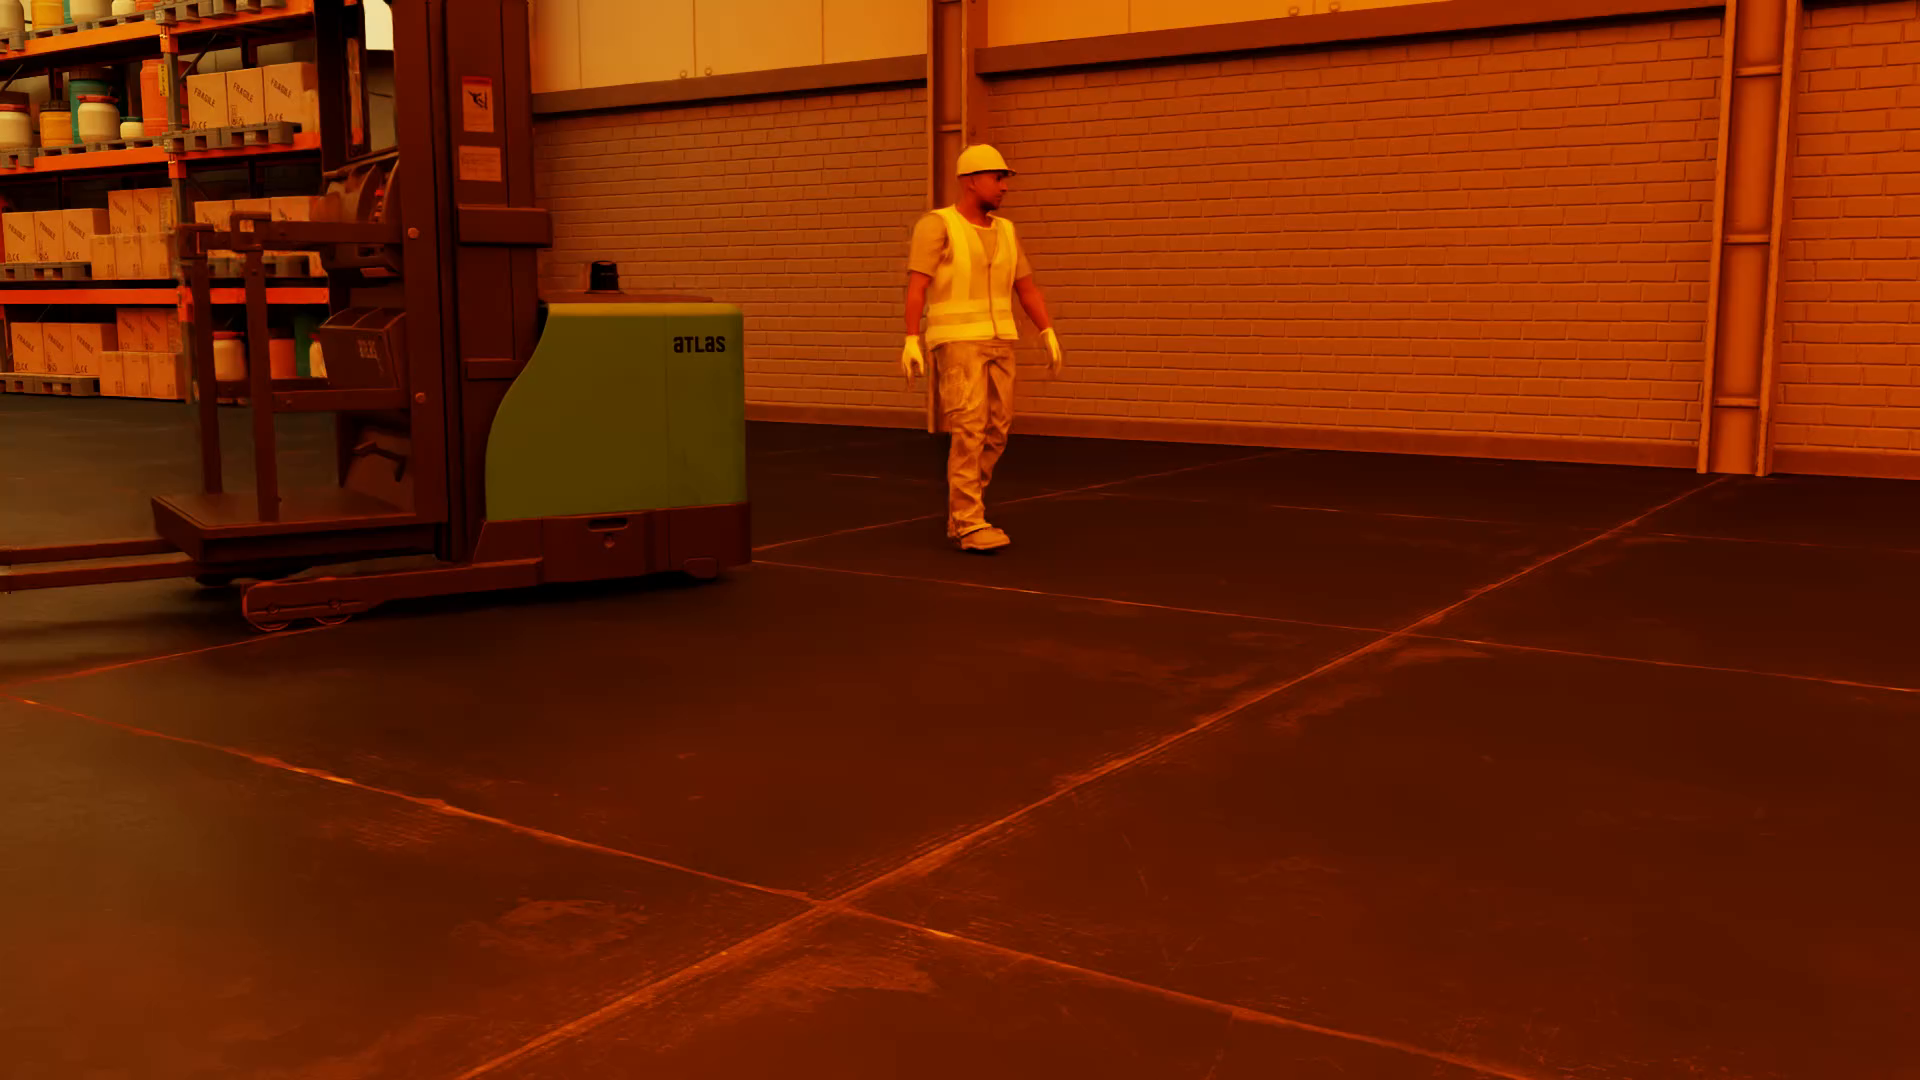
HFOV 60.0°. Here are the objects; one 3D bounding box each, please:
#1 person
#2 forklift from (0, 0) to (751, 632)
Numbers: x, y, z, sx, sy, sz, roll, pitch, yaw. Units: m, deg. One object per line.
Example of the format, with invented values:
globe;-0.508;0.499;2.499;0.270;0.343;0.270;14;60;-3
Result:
person;0.143;-0.845;7.315;0.718;1.770;0.623;-7;11;-41
forklift;-2.325;-1.233;5.865;3.031;2.935;1.130;-5;10;-33
